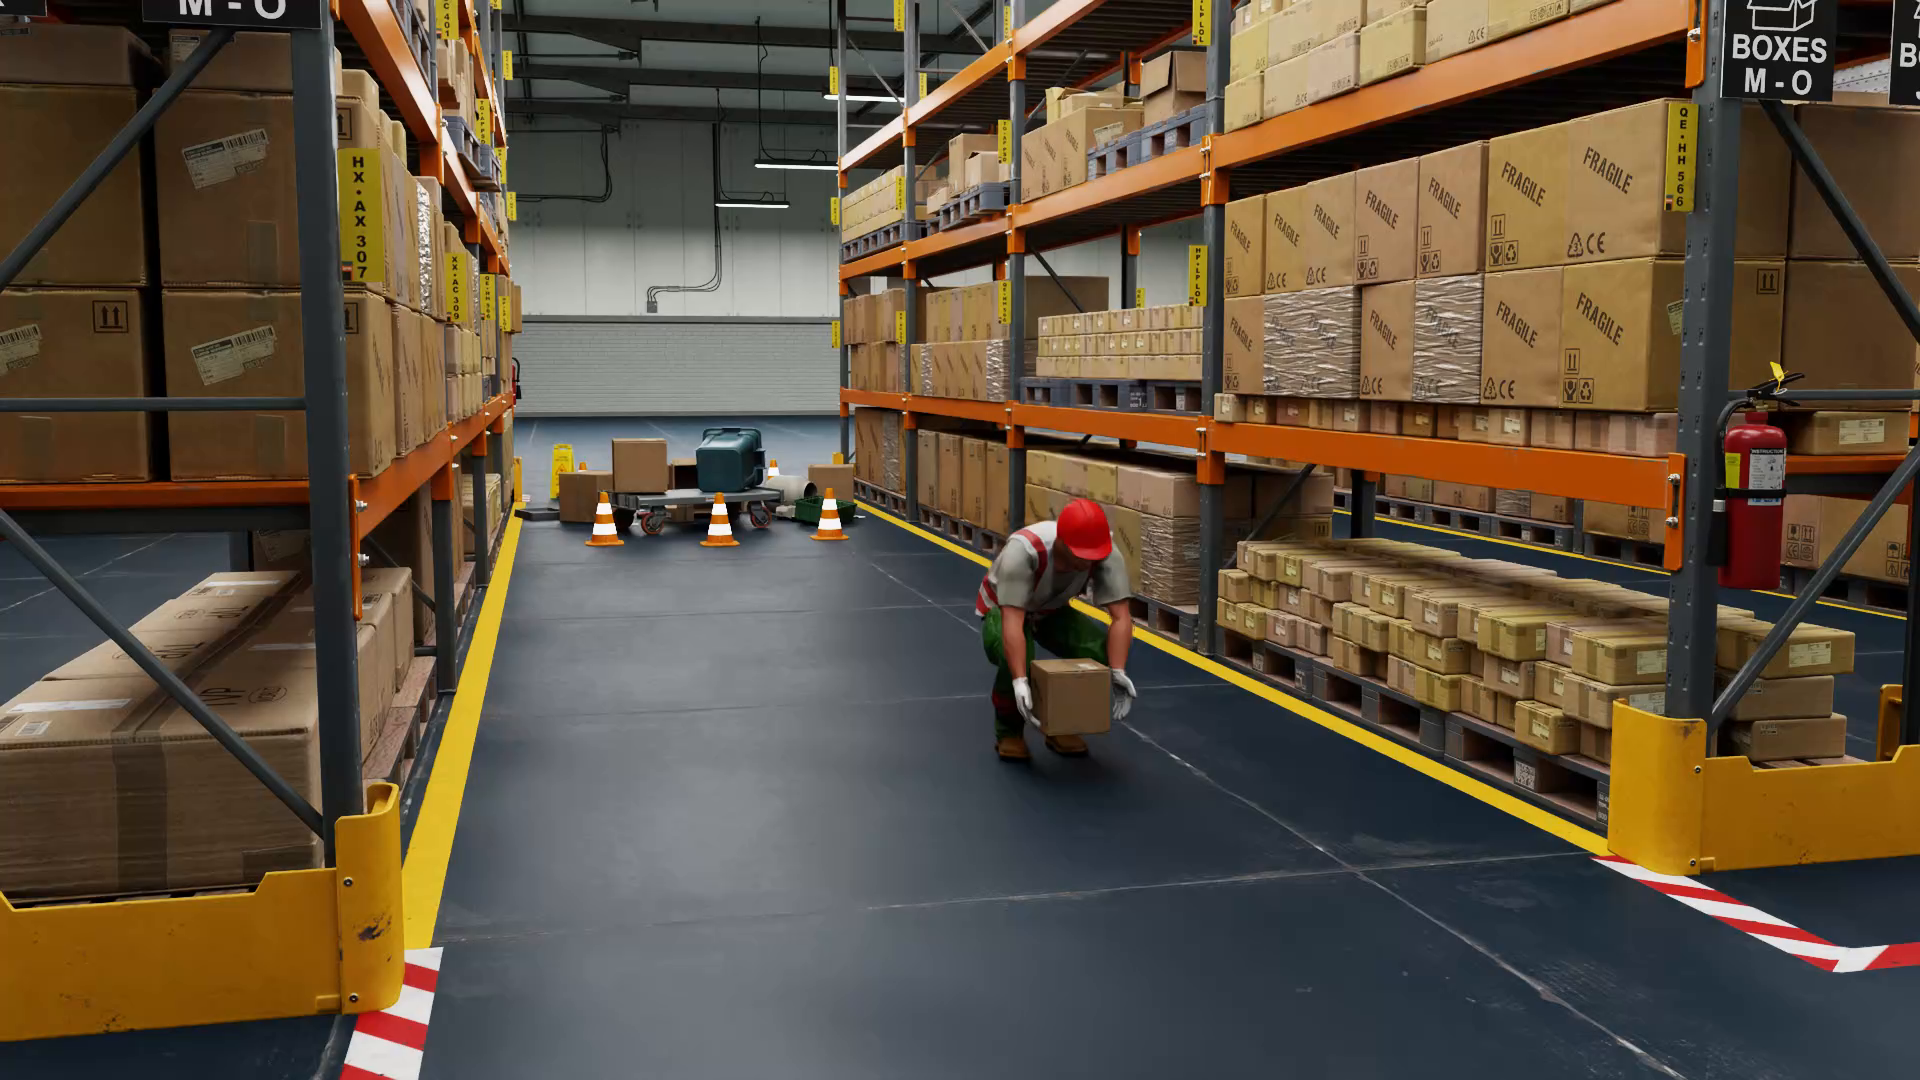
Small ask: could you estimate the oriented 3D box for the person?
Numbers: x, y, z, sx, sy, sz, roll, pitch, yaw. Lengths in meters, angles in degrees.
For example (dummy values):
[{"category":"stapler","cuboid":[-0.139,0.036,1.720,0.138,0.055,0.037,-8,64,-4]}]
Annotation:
[{"category":"person","cuboid":[0.381,0.350,6.790,0.574,1.093,0.857,-1,6,-14]}]
